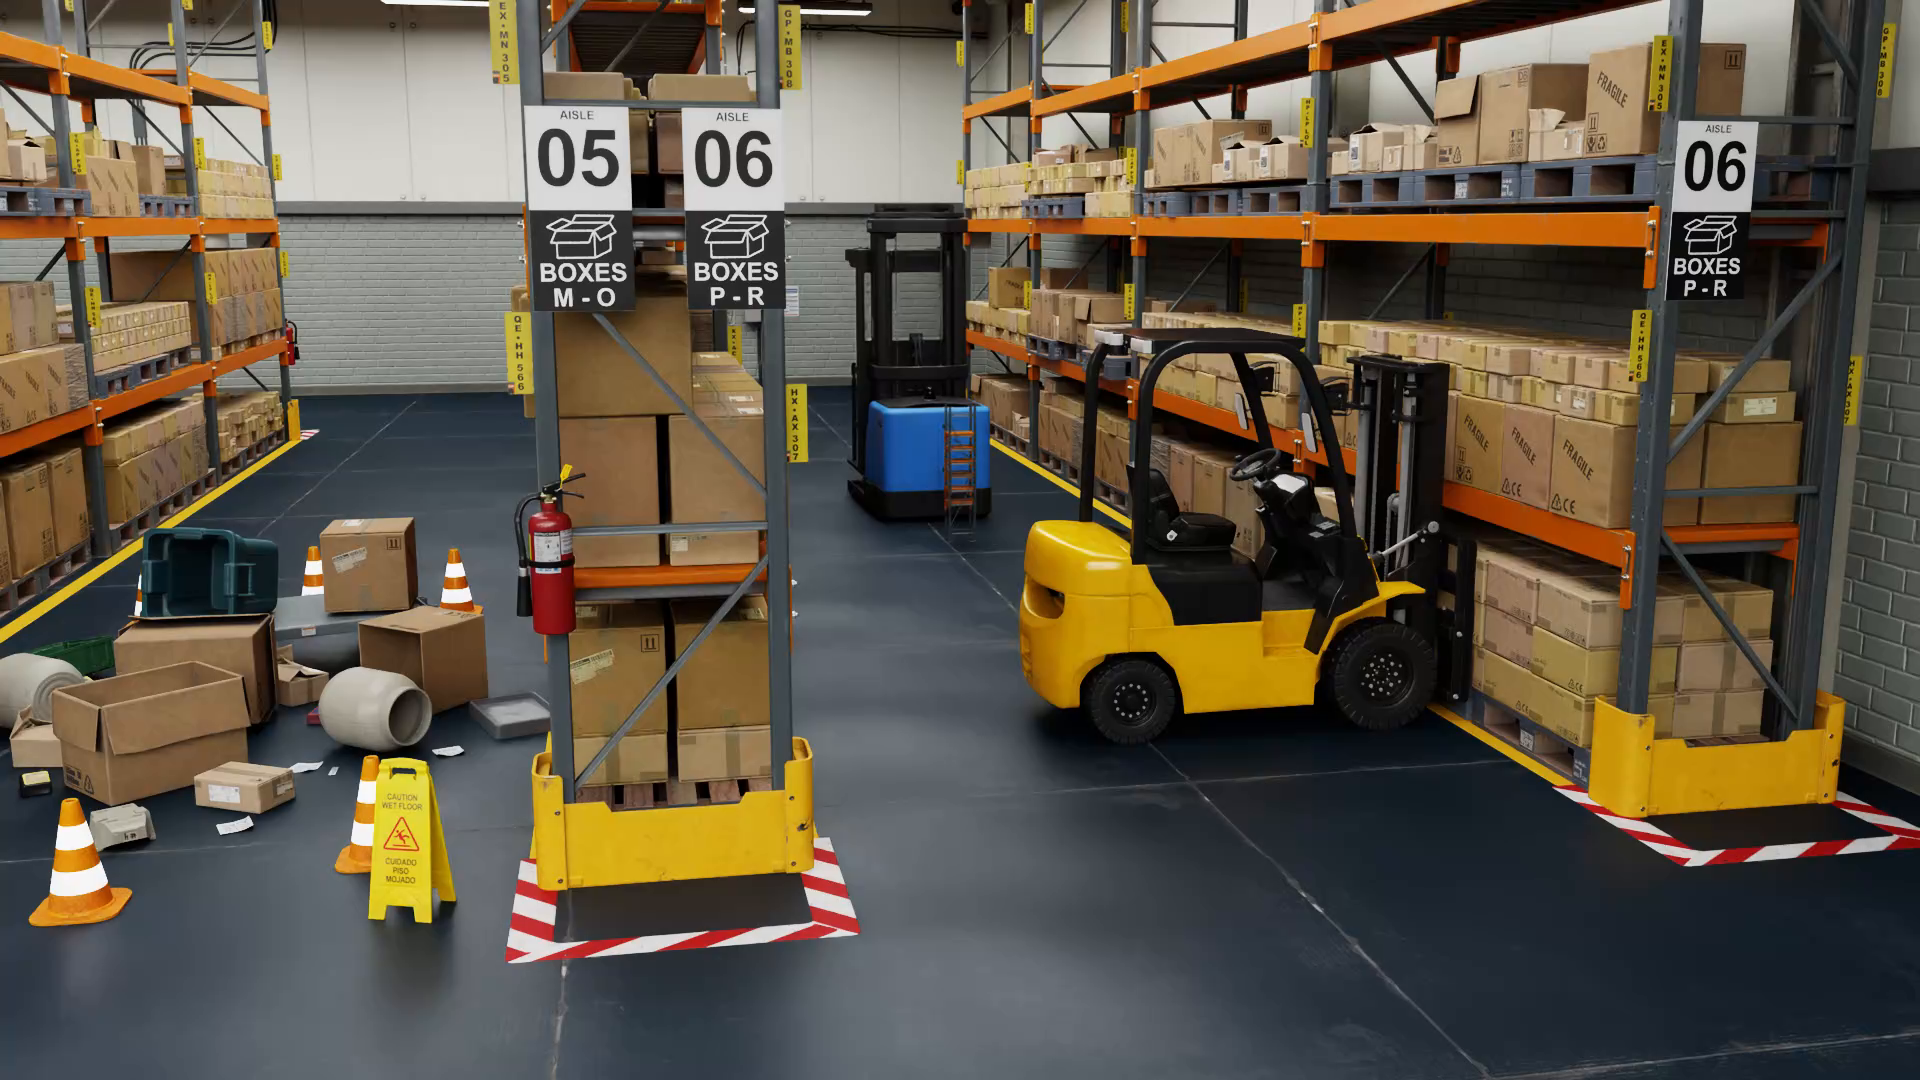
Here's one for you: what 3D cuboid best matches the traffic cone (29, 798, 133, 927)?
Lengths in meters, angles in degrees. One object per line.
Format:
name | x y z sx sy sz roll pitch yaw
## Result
traffic cone | -3.587 1.277 6.749 0.336 0.463 0.334 -2 11 -11

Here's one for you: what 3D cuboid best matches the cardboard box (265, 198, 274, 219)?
cardboard box | -8.815 -4.102 20.604 0.500 0.250 0.500 -2 11 -12

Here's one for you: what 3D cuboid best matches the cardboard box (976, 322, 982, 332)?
cardboard box | 0.430 -2.917 22.672 0.380 0.149 0.250 -2 11 -10

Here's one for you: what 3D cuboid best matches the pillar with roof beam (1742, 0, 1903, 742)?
pillar with roof beam | 0.178 -3.172 7.296 9.100 9.000 0.400 -2 11 -11

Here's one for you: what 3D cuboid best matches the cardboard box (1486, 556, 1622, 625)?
cardboard box | 3.152 0.266 8.835 0.500 0.250 0.500 -2 11 -10

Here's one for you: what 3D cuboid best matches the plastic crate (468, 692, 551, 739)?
plastic crate | -2.493 0.978 9.342 0.402 0.080 0.583 -6 13 -31

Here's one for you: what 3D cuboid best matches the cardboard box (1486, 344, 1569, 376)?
cardboard box | 3.085 -0.976 9.006 0.380 0.149 0.250 -2 11 -10

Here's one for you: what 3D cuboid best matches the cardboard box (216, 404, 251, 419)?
cardboard box | -8.528 -1.499 19.458 0.380 0.149 0.250 -2 11 -11

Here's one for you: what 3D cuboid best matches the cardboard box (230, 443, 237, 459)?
cardboard box | -8.193 -0.975 18.300 0.380 0.149 0.250 -2 11 -9

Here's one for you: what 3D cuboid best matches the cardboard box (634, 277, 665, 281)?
cardboard box | -1.972 -1.184 9.157 0.700 0.500 0.500 -2 11 -12

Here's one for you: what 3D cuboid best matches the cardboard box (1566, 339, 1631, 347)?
cardboard box | 3.650 -1.047 9.375 0.380 0.149 0.250 -2 11 -12

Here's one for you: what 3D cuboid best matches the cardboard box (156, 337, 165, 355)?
cardboard box | -7.908 -1.869 16.044 0.380 0.149 0.250 -3 11 -13

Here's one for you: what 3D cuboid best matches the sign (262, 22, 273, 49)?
sign | -8.615 -6.276 20.682 0.100 0.325 0.005 -2 11 -11

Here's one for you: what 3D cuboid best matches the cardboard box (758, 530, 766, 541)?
cardboard box | -1.114 -0.084 7.786 0.380 0.149 0.250 -2 11 -13

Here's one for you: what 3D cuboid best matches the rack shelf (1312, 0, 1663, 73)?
rack shelf | 3.264 -2.985 9.307 1.077 0.370 4.000 -2 11 -11

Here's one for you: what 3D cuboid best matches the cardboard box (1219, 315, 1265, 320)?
cardboard box | 2.509 -1.910 14.708 0.380 0.149 0.250 -2 11 -11

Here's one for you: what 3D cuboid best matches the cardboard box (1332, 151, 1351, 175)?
cardboard box | 2.664 -2.467 10.894 0.380 0.149 0.250 -2 11 -10

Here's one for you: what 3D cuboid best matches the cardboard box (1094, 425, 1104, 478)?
cardboard box | 1.612 -0.925 17.094 0.500 0.500 0.500 -2 11 -9

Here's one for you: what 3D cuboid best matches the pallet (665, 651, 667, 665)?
pallet | -1.828 0.718 10.359 1.003 0.211 1.213 -2 11 -11

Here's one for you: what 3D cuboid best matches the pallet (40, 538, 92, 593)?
pallet | -7.528 0.209 13.036 1.003 0.211 1.213 -2 11 -11

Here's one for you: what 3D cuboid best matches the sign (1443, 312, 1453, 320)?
sign | 3.419 -1.439 11.710 0.100 0.325 0.005 -2 11 -11

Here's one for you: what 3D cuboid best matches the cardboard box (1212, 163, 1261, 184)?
cardboard box | 2.213 -2.892 13.130 0.380 0.149 0.250 -2 11 -12

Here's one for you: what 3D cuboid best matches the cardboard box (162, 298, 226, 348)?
cardboard box | -8.235 -2.338 17.892 0.500 0.500 0.500 -2 11 -12

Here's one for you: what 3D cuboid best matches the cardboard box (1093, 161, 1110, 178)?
cardboard box | 1.539 -3.674 16.496 0.380 0.149 0.250 -2 11 -12

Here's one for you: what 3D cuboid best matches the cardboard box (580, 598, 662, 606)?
cardboard box | -1.732 0.503 8.256 0.500 0.500 0.500 -2 11 -9

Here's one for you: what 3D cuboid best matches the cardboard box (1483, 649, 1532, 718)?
cardboard box | 3.164 0.757 8.927 0.500 0.250 0.500 -2 11 -11

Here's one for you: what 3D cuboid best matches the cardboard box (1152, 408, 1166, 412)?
cardboard box | 2.088 -1.284 17.248 0.380 0.149 0.250 -2 11 -12

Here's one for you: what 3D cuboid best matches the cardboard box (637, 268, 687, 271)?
cardboard box | -3.029 -2.520 16.972 0.500 0.500 0.500 -2 11 -9

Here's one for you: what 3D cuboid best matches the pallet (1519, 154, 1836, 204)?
pallet | 3.540 -1.782 8.250 1.003 0.211 1.213 -2 11 -11

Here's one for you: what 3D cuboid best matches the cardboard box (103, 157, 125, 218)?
cardboard box | -7.562 -3.037 14.341 0.500 0.500 0.500 -2 11 -11

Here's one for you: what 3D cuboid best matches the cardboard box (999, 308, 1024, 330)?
cardboard box | 0.784 -2.762 20.792 0.500 0.250 0.500 -2 11 -11

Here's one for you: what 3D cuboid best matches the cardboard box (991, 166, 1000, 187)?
cardboard box | 0.681 -4.578 20.973 0.500 0.250 0.500 -2 11 -9

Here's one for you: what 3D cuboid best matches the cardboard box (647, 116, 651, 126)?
cardboard box | -1.629 -2.369 9.639 0.380 0.149 0.250 -2 11 -10

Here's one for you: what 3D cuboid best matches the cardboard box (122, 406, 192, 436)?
cardboard box | -7.906 -1.167 16.361 0.500 0.250 0.500 -2 11 -8

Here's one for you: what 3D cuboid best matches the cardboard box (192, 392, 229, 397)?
cardboard box | -9.395 -1.766 20.860 0.380 0.149 0.250 -3 11 -14

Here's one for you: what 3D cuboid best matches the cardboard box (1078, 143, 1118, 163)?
cardboard box | 1.529 -4.276 18.497 0.396 0.266 0.258 -2 11 -11

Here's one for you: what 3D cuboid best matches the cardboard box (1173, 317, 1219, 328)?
cardboard box | 2.061 -1.844 14.362 0.380 0.149 0.250 -2 11 -10

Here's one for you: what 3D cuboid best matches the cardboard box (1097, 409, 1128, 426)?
cardboard box | 1.605 -1.261 17.129 0.380 0.149 0.250 -2 11 -12

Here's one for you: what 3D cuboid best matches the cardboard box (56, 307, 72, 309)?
cardboard box | -8.556 -2.138 15.863 0.380 0.149 0.250 -2 11 -11

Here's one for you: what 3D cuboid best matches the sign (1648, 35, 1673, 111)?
sign | 3.118 -2.074 7.390 0.100 0.325 0.005 -2 11 -11

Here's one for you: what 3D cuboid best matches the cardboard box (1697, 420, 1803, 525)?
cardboard box | 3.829 -0.371 8.357 0.500 0.500 0.500 -2 11 -9

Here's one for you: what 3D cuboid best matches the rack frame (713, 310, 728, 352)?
rack frame | -1.994 -0.774 10.738 1.000 3.000 0.127 -2 11 -11

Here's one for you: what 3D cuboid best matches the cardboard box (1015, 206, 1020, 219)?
cardboard box | 0.871 -3.922 19.929 0.380 0.149 0.250 -2 11 -9

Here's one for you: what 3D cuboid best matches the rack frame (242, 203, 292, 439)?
rack frame | -9.163 -2.776 21.258 1.000 3.000 0.127 -2 11 -11

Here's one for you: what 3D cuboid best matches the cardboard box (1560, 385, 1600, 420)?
cardboard box | 3.231 -0.688 8.287 0.380 0.149 0.250 -2 11 -10

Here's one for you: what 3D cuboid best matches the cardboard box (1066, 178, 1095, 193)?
cardboard box | 1.311 -3.677 17.253 0.380 0.149 0.250 -2 11 -10

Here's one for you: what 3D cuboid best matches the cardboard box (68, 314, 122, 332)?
cardboard box | -7.656 -1.919 14.712 0.380 0.149 0.250 -3 11 -13

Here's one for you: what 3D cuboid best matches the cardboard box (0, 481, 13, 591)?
cardboard box | -7.222 0.036 11.378 1.050 0.750 0.750 -2 11 -11

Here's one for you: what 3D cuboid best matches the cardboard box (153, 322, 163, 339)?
cardboard box | -7.910 -2.014 16.008 0.380 0.149 0.250 -3 11 -14

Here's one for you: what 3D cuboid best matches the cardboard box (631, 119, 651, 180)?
cardboard box | -1.663 -1.763 7.519 0.500 0.250 0.500 -2 11 -12

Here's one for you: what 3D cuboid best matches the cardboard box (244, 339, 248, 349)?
cardboard box | -8.591 -2.315 19.511 0.380 0.149 0.250 -2 11 -10

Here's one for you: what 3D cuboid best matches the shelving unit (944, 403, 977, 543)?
shelving unit | 0.003 -0.587 14.570 0.258 1.200 0.189 -2 11 -11

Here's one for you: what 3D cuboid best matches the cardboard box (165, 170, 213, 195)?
cardboard box | -8.244 -3.785 17.600 0.500 0.250 0.500 -2 11 -9

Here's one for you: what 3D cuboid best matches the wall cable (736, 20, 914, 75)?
wall cable | -2.232 -7.094 27.802 2.988 3.039 0.133 -2 11 -11

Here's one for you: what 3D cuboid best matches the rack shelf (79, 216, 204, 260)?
rack shelf | -7.996 -2.796 15.264 1.077 0.370 4.000 -2 11 -11

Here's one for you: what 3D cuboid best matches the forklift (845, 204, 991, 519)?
forklift | -0.536 -1.872 16.693 1.130 2.935 3.031 -2 11 -13

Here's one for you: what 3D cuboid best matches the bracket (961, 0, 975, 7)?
bracket | -0.072 -8.974 28.151 0.076 0.066 5.218 -2 11 -11

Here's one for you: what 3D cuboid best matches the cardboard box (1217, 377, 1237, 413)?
cardboard box | 2.350 -1.148 13.108 0.500 0.250 0.500 -2 11 -11
